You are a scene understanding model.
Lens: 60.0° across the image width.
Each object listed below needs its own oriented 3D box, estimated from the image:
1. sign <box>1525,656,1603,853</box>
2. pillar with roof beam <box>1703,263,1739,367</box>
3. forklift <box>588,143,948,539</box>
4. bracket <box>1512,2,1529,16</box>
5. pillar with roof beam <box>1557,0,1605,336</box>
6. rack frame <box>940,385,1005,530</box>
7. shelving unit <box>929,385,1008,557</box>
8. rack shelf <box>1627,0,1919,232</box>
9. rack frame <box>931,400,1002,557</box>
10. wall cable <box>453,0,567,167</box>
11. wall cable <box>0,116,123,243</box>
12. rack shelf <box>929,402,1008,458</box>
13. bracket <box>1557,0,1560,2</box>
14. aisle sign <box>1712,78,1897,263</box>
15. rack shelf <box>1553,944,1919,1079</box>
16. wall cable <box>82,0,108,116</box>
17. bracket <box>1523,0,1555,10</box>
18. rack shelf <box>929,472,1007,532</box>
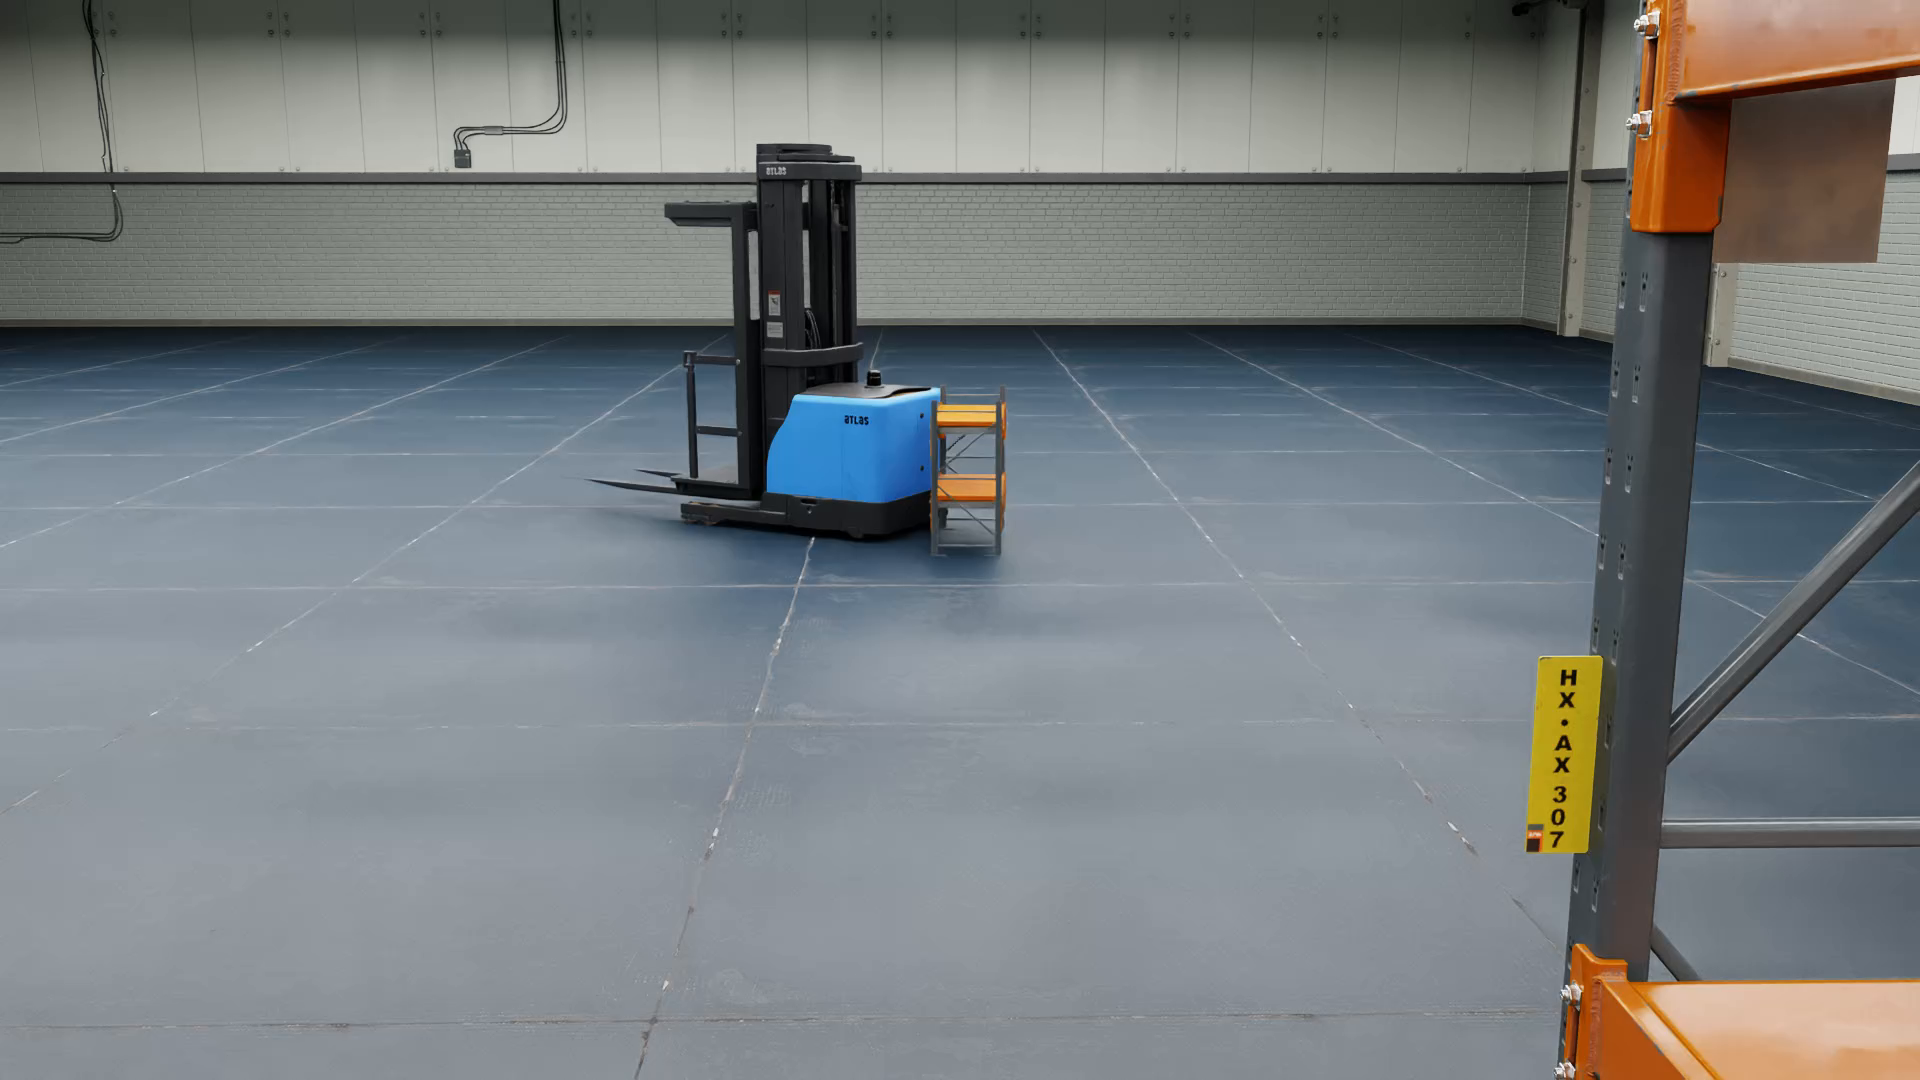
[{"bbox_3d":[0.956,0.342,2.635,0.100,0.325,0.005,0,11,-1],"label":"sign"},{"bbox_3d":[7.491,-7.122,25.034,9.100,9.000,0.400,0,11,-1],"label":"pillar with roof beam"},{"bbox_3d":[-1.634,-1.635,13.245,3.031,2.935,1.130,6,13,29],"label":"forklift"},{"bbox_3d":[11.258,-10.649,33.363,0.235,0.232,0.430,0,11,-1],"label":"bracket"},{"bbox_3d":[7.367,-8.315,30.913,9.100,9.000,0.548,0,11,-1],"label":"pillar with roof beam"},{"bbox_3d":[0.098,-0.635,12.858,0.500,1.125,0.032,1,11,3],"label":"rack frame"},{"bbox_3d":[0.072,-0.534,12.360,0.538,1.125,1.048,1,11,3],"label":"shelving unit"},{"bbox_3d":[1.548,-0.244,0.483,1.077,0.370,4.000,0,11,-1],"label":"rack shelf"},{"bbox_3d":[0.046,-0.433,11.863,0.500,1.125,0.032,1,11,3],"label":"rack frame"},{"bbox_3d":[-9.070,-10.497,33.114,2.305,6.003,0.169,0,11,-1],"label":"wall cable"},{"bbox_3d":[-18.561,-7.273,33.584,3.097,2.526,0.112,0,11,-1],"label":"wall cable"},{"bbox_3d":[0.072,-0.821,12.302,0.538,0.278,1.000,1,11,3],"label":"rack shelf"},{"bbox_3d":[11.307,-10.178,31.041,0.235,0.232,0.430,0,11,-1],"label":"bracket"},{"bbox_3d":[1.212,-0.811,2.475,0.394,0.787,0.004,0,11,-1],"label":"aisle sign"},{"bbox_3d":[1.548,1.226,0.781,1.077,0.370,4.000,0,11,-1],"label":"rack shelf"},{"bbox_3d":[-15.857,-9.759,33.137,3.097,2.526,0.112,0,11,-1],"label":"wall cable"},{"bbox_3d":[11.270,-10.532,32.785,0.076,0.066,3.189,0,11,-1],"label":"bracket"},{"bbox_3d":[0.072,-0.294,12.409,0.538,0.278,1.000,1,11,3],"label":"rack shelf"}]
